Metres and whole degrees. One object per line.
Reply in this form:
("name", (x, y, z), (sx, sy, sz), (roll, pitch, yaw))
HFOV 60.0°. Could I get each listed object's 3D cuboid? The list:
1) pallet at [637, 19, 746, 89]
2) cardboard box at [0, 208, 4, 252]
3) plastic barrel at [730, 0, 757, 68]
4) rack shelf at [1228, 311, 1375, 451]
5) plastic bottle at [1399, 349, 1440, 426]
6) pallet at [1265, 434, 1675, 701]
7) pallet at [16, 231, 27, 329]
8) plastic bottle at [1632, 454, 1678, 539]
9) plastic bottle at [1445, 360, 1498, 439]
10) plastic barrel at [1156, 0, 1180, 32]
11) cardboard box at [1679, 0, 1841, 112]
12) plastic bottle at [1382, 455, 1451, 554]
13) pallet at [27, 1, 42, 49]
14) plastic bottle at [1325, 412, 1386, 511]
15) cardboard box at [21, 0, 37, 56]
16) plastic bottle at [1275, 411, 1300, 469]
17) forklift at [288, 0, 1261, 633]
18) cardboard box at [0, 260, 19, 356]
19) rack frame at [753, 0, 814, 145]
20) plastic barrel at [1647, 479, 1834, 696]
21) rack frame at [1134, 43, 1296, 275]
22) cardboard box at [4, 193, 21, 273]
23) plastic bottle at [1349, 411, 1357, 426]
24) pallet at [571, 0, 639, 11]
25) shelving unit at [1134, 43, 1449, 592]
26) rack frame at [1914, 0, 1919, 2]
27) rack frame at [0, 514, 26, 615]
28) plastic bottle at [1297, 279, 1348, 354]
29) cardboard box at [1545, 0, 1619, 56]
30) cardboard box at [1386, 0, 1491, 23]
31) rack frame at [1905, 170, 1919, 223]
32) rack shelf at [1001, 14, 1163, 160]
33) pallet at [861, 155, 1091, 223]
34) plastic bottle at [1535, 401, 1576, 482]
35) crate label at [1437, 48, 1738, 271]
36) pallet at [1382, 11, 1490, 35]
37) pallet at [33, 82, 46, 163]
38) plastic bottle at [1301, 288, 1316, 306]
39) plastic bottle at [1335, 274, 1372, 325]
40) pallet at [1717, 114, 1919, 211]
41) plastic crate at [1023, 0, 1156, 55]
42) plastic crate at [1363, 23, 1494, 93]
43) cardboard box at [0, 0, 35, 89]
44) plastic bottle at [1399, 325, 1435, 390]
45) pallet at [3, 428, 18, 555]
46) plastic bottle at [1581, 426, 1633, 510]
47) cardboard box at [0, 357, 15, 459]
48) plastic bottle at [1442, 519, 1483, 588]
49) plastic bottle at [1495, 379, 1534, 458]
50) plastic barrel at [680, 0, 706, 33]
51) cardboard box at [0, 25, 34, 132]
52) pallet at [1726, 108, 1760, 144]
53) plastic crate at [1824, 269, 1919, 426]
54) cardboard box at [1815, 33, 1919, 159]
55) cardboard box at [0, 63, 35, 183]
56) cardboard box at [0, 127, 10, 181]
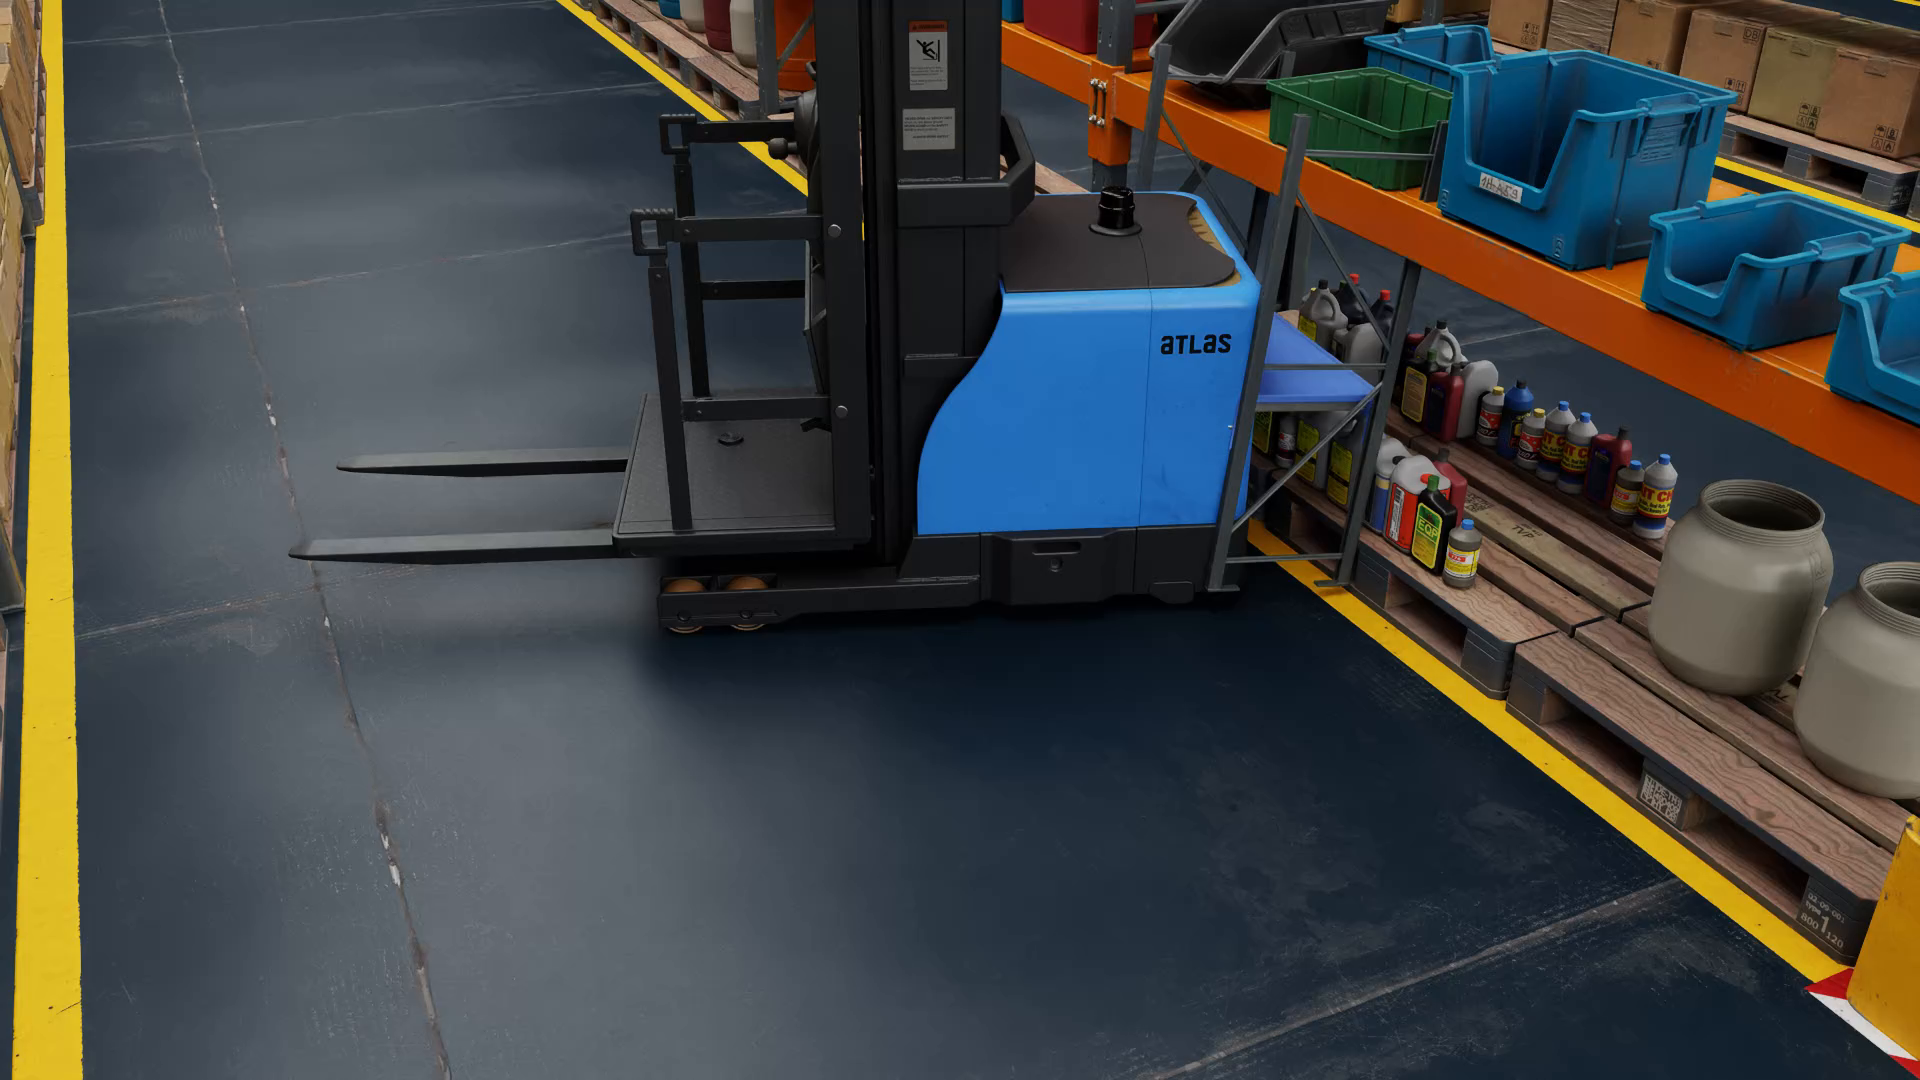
("pallet", (-1.622, -3.472, 11.725), (1.003, 0.211, 1.213), (-13, 32, -22))
("cardboard box", (-4.311, -1.369, 6.933), (0.500, 0.311, 0.500), (-13, 32, -22))
("plastic barrel", (-1.275, -3.352, 10.774), (0.421, 0.512, 0.421), (0, 29, 0))
("rack shelf", (0.938, -0.587, 5.533), (0.538, 0.185, 1.000), (-2, 27, -17))
("plastic bottle", (1.667, -0.566, 6.020), (0.061, 0.283, 0.133), (-13, 32, -22))
("pallet", (1.769, 0.018, 5.502), (1.003, 0.211, 1.213), (-13, 32, -22))
("pallet", (-4.883, -1.184, 7.645), (1.003, 0.211, 1.213), (-13, 32, -22))
("plastic bottle", (2.211, -0.145, 5.281), (0.097, 0.271, 0.097), (0, 29, 0))
("plastic bottle", (1.815, -0.523, 5.951), (0.152, 0.276, 0.135), (-12, 32, -21))
("plastic barrel", (1.099, -2.496, 6.622), (0.600, 0.901, 0.708), (-13, 32, -22))
("cardboard box", (4.792, -2.922, 10.001), (0.700, 0.500, 0.500), (-16, 33, -26))
("plastic bottle", (1.440, -0.117, 5.226), (0.152, 0.276, 0.135), (-13, 32, -22))
("pallet", (-7.213, -3.626, 12.001), (1.003, 0.211, 1.213), (-13, 32, -22))
("plastic bottle", (1.306, -0.283, 5.446), (0.144, 0.351, 0.185), (-12, 31, -20))
("cardboard box", (-6.448, -3.483, 11.000), (0.500, 0.500, 0.500), (-13, 32, -22))
("plastic bottle", (1.144, -0.358, 5.732), (0.097, 0.201, 0.097), (0, 29, 0))
("forklift", (-0.622, -1.255, 4.991), (3.031, 2.935, 1.130), (-2, 29, -4))
("cardboard box", (-4.094, -0.898, 6.667), (0.500, 0.250, 0.500), (-12, 32, -21))
("rack frame", (-0.726, -3.810, 9.478), (1.000, 3.000, 0.127), (-13, 32, -22))
("plastic barrel", (2.141, 0.129, 4.567), (0.421, 0.512, 0.421), (0, 29, 0))
("rack frame", (0.817, -0.975, 5.887), (0.500, 1.500, 0.032), (-2, 27, -17))
("cardboard box", (-4.531, -1.348, 7.468), (0.500, 0.250, 0.500), (-13, 32, -23))
("plastic bottle", (1.349, -0.375, 5.686), (0.152, 0.276, 0.135), (-13, 32, -22))
("pallet", (-2.794, -4.678, 13.876), (1.003, 0.211, 1.213), (-13, 32, -22))
("shelving unit", (0.956, -0.747, 5.454), (0.538, 1.500, 1.048), (-2, 27, -17))
("rack frame", (8.270, -5.847, 13.111), (1.000, 3.000, 0.127), (-13, 32, -22))
("rack frame", (-3.484, -1.005, 4.475), (1.000, 3.000, 0.127), (-13, 32, -22))
("plastic bottle", (1.398, -0.826, 6.414), (0.144, 0.351, 0.185), (-13, 32, -22))
("cardboard box", (4.303, -3.418, 10.884), (0.700, 0.500, 0.500), (-16, 33, -26))
("cardboard box", (3.470, -4.416, 12.301), (1.225, 0.875, 0.875), (-15, 32, -24))
("rack frame", (5.464, -3.083, 8.182), (1.000, 3.000, 0.127), (-13, 32, -22))
("rack shelf", (0.132, -2.613, 8.079), (1.077, 0.370, 4.000), (-13, 32, -22))
("pallet", (0.091, -1.706, 8.576), (1.003, 0.211, 1.213), (-13, 32, -22))
("plastic bottle", (2.021, -0.340, 5.630), (0.097, 0.271, 0.097), (0, 29, 0))
("crate label", (1.674, -1.048, 4.516), (0.502, 0.435, 0.616), (-13, 32, -22))
("pallet", (3.477, -3.998, 12.664), (1.003, 0.211, 1.213), (-13, 32, -22))
("pallet", (-6.008, -2.432, 9.871), (1.003, 0.211, 1.213), (-13, 32, -22))
("plastic bottle", (1.428, -0.920, 6.735), (0.097, 0.201, 0.097), (0, 29, 0))
("plastic bottle", (1.528, -0.856, 6.468), (0.144, 0.351, 0.185), (-14, 32, -23))
("pallet", (5.129, -2.211, 9.477), (1.003, 0.211, 1.213), (-13, 32, -22))
("plastic crate", (0.507, -2.221, 6.578), (0.402, 0.464, 0.583), (-13, 32, -22))
("plastic crate", (1.711, -1.547, 5.593), (0.499, 0.251, 0.616), (-13, 32, -22))
("cardboard box", (-6.028, -3.041, 10.212), (0.500, 0.500, 0.500), (-13, 32, -21))
("plastic bottle", (1.718, -0.679, 6.221), (0.061, 0.283, 0.133), (-11, 31, -19))
("pallet", (-3.836, -0.106, 5.723), (1.003, 0.211, 1.213), (-13, 32, -22))
("plastic bottle", (2.131, -0.254, 5.463), (0.061, 0.283, 0.133), (-13, 32, -21))
("cardboard box", (-3.652, -0.445, 5.859), (0.500, 0.250, 0.500), (-12, 32, -21))
("plastic bottle", (1.524, 0.033, 5.036), (0.097, 0.201, 0.097), (0, 29, 0))
("plastic bottle", (1.934, -0.430, 5.789), (0.097, 0.271, 0.097), (0, 29, 0))
("plastic barrel", (-1.760, -3.850, 11.664), (0.421, 0.512, 0.421), (0, 29, 0))
("cardboard box", (-5.579, -2.587, 9.403), (0.500, 0.500, 0.500), (-14, 32, -23))
("pallet", (4.601, -2.750, 10.439), (1.003, 0.211, 1.213), (-13, 32, -22))
("plastic crate", (2.223, -0.370, 3.495), (0.499, 0.251, 0.616), (-13, 32, -22))
("cardboard box", (5.220, -2.461, 9.177), (0.700, 0.500, 0.500), (-16, 33, -26))
("cardboard box", (-5.139, -2.135, 8.596), (0.500, 0.500, 0.500), (-12, 31, -20))
("cardboard box", (-4.754, -1.821, 7.739), (0.500, 0.311, 0.500), (-12, 32, -21))
